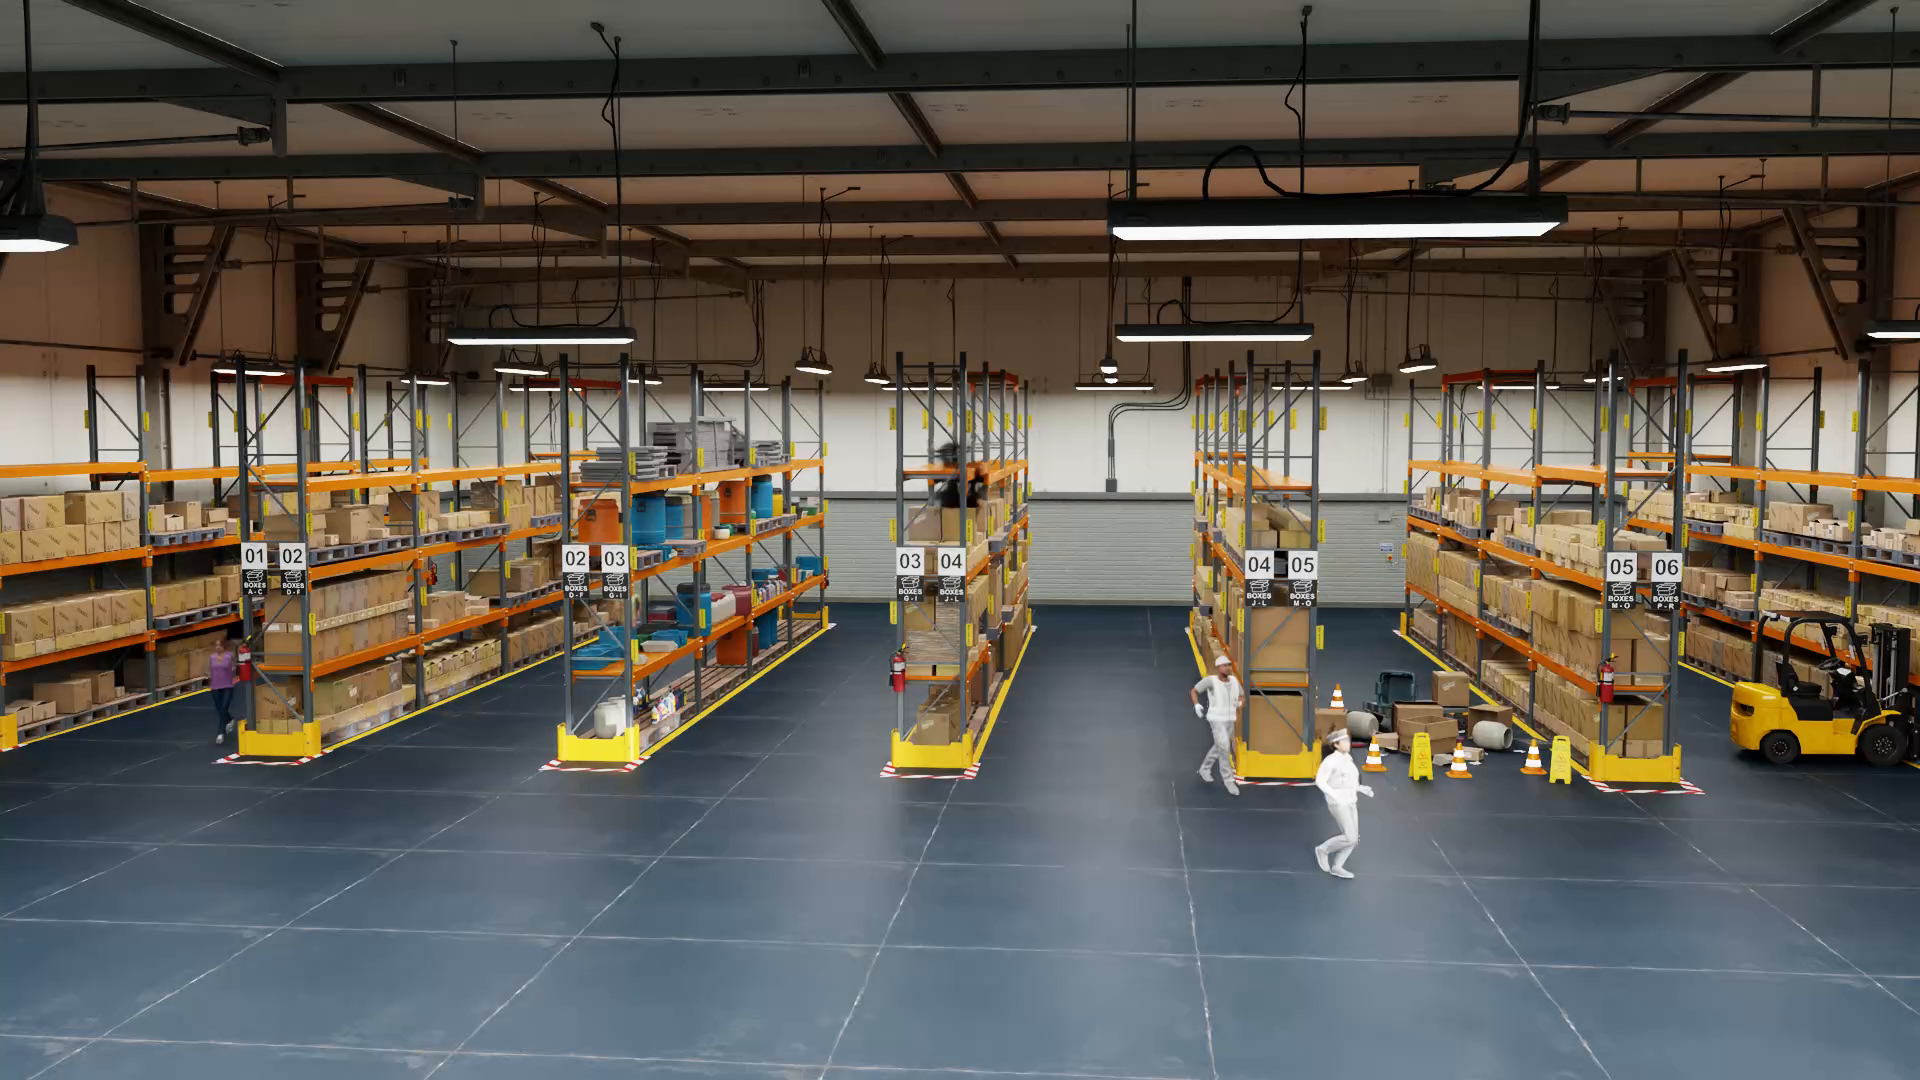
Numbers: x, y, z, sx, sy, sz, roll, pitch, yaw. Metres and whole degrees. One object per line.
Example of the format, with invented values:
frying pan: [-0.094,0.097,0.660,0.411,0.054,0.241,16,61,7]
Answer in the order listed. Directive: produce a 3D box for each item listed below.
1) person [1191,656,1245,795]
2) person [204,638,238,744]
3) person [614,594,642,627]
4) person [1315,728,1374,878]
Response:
person: [3.595,2.489,22.691,0.761,1.805,0.899,-3,5,-34]
person: [-11.565,2.330,26.079,0.537,1.596,0.878,0,4,-5]
person: [-6.881,1.713,34.518,0.560,1.723,0.694,0,4,-4]
person: [4.202,2.883,18.221,0.564,1.645,0.612,4,5,41]
